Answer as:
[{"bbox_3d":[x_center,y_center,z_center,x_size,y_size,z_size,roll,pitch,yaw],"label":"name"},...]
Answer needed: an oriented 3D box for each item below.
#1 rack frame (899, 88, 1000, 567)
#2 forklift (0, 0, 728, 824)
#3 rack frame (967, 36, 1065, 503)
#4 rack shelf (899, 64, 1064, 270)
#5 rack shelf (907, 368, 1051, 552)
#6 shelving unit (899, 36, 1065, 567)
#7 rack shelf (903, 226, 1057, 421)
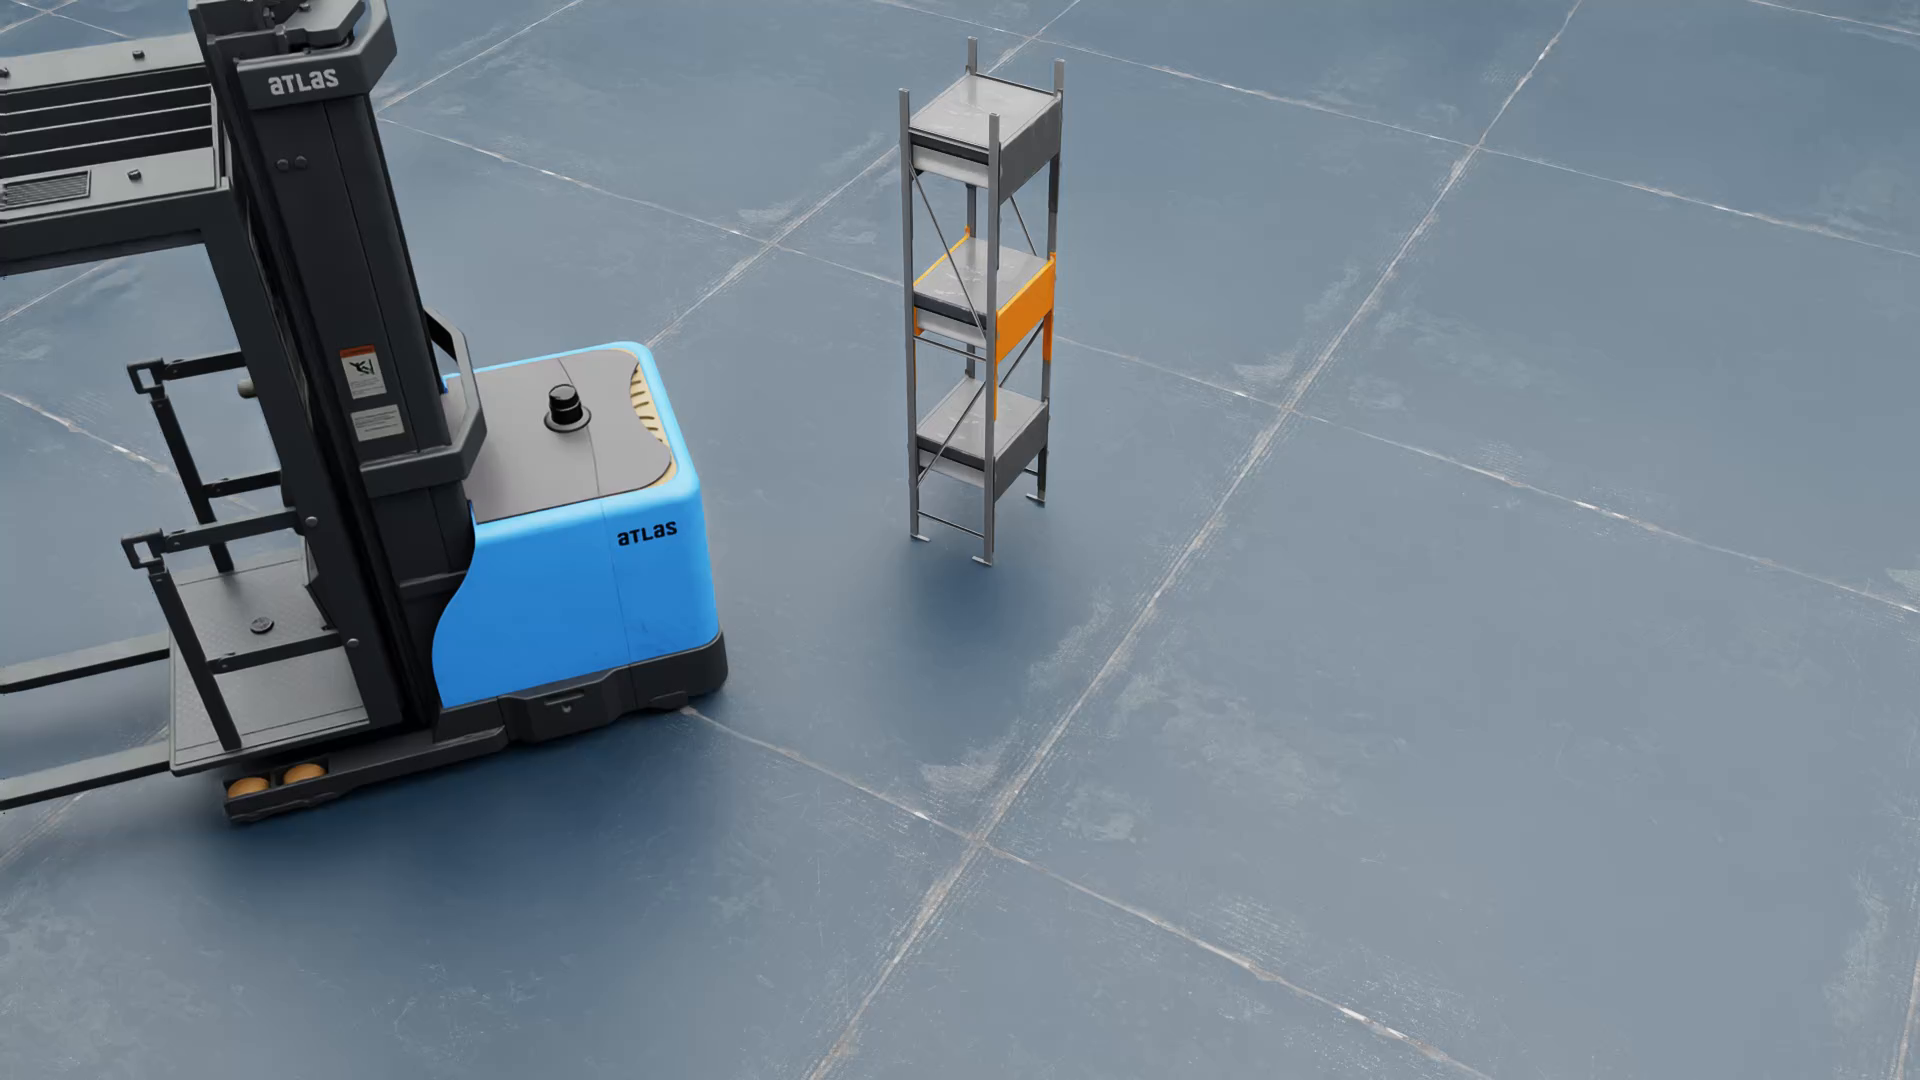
[{"bbox_3d":[-0.039,-0.743,6.505,0.400,2.100,0.015,21,45,22],"label":"rack frame"},{"bbox_3d":[-2.486,-0.467,5.563,3.031,2.935,1.130,-13,43,-15],"label":"forklift"},{"bbox_3d":[0.205,-1.022,6.822,0.400,2.100,0.015,21,45,22],"label":"rack frame"},{"bbox_3d":[0.083,-1.398,6.210,0.431,0.518,0.480,21,45,22],"label":"rack shelf"},{"bbox_3d":[0.083,-0.347,7.135,0.431,0.518,0.480,21,45,22],"label":"rack shelf"},{"bbox_3d":[0.083,-0.883,6.664,0.431,2.100,0.503,21,45,22],"label":"shelving unit"},{"bbox_3d":[0.083,-0.872,6.673,0.431,0.518,0.480,21,45,22],"label":"rack shelf"}]
